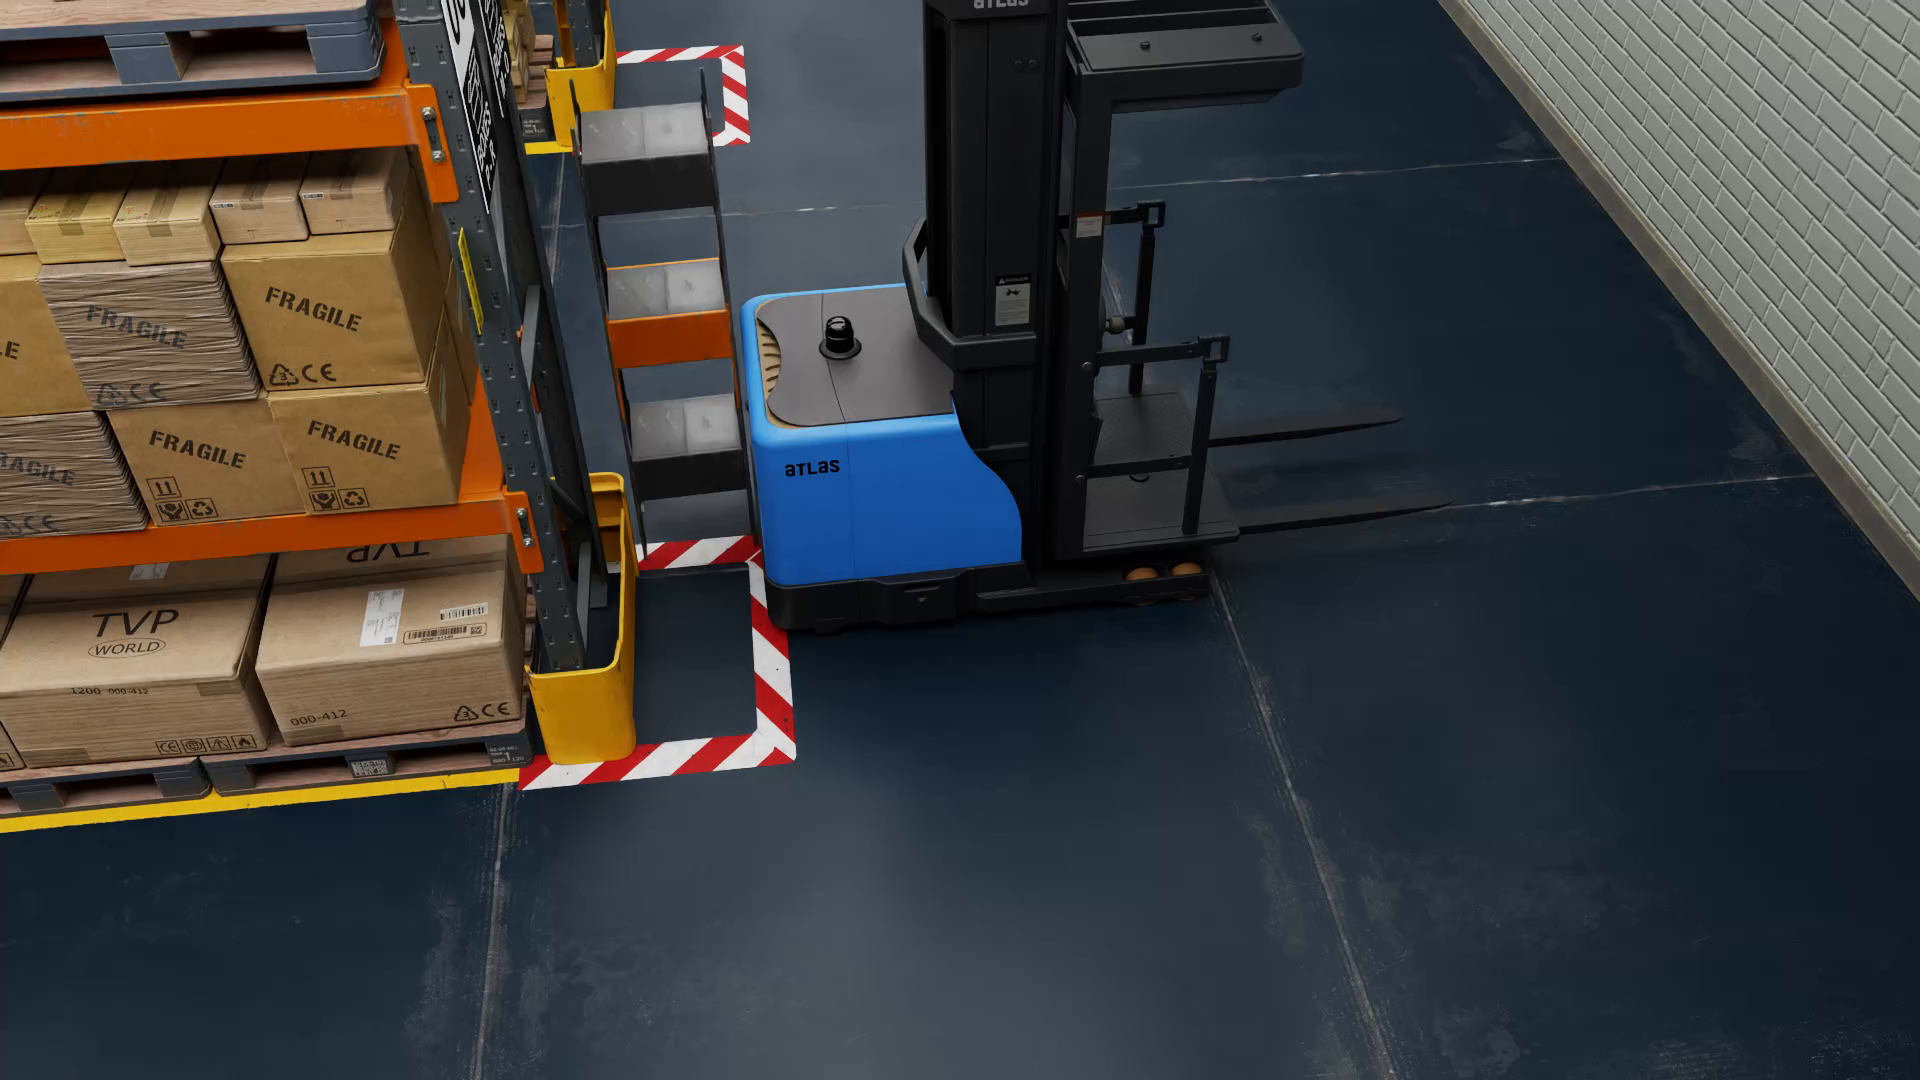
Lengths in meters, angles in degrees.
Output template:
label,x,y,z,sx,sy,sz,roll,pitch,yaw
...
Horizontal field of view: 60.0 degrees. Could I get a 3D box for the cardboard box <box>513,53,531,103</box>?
label,x,y,z,sx,sy,sz,roll,pitch,yaw
cardboard box,-2.779,-2.822,10.169,0.250,0.149,0.380,-4,42,-5

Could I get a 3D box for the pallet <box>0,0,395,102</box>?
label,x,y,z,sx,sy,sz,roll,pitch,yaw
pallet,-2.276,-1.639,4.870,1.213,0.211,1.003,-5,42,-6

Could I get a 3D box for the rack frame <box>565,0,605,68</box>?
label,x,y,z,sx,sy,sz,roll,pitch,yaw
rack frame,-2.284,-3.908,9.559,0.127,3.000,1.000,-5,42,-6

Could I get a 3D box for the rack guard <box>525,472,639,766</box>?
label,x,y,z,sx,sy,sz,roll,pitch,yaw
rack guard,-1.518,0.296,6.763,0.348,0.500,1.175,-5,42,-6

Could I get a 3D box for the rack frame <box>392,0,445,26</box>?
label,x,y,z,sx,sy,sz,roll,pitch,yaw
rack frame,-1.542,-2.857,3.914,0.127,3.000,1.000,-5,42,-6

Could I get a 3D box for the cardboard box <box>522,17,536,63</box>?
label,x,y,z,sx,sy,sz,roll,pitch,yaw
cardboard box,-2.845,-3.173,10.558,0.250,0.149,0.380,-4,42,-5

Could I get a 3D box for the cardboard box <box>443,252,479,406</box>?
label,x,y,z,sx,sy,sz,roll,pitch,yaw
cardboard box,-2.055,-0.816,6.055,0.500,0.500,0.500,-5,42,-6

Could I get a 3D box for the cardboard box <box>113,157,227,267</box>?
label,x,y,z,sx,sy,sz,roll,pitch,yaw
cardboard box,-2.365,-0.999,5.027,0.250,0.149,0.380,-5,42,-6

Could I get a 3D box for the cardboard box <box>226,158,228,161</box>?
label,x,y,z,sx,sy,sz,roll,pitch,yaw
cardboard box,-2.566,-1.136,5.664,0.500,0.500,0.500,-6,42,-7

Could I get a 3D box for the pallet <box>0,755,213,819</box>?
label,x,y,z,sx,sy,sz,roll,pitch,yaw
pallet,-3.532,0.631,6.608,1.213,0.211,1.003,-5,42,-6

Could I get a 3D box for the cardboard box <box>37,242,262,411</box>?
label,x,y,z,sx,sy,sz,roll,pitch,yaw
cardboard box,-2.503,-0.773,5.262,0.500,0.500,0.500,-5,42,-5

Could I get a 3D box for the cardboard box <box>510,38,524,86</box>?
label,x,y,z,sx,sy,sz,roll,pitch,yaw
cardboard box,-2.770,-2.881,10.012,0.250,0.149,0.380,-6,42,-7

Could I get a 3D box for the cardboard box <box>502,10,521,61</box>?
label,x,y,z,sx,sy,sz,roll,pitch,yaw
cardboard box,-2.776,-3.012,9.936,0.250,0.149,0.380,-5,42,-5

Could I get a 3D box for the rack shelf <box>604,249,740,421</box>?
label,x,y,z,sx,sy,sz,roll,pitch,yaw
rack shelf,-1.188,-0.845,6.854,0.480,0.518,0.431,-7,42,-8

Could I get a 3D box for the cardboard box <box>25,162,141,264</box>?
label,x,y,z,sx,sy,sz,roll,pitch,yaw
cardboard box,-2.621,-1.004,5.033,0.250,0.149,0.380,-4,42,-5

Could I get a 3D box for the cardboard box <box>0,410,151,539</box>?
label,x,y,z,sx,sy,sz,roll,pitch,yaw
cardboard box,-2.994,-0.364,5.555,0.500,0.500,0.500,-4,42,-4

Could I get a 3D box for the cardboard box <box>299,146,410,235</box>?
label,x,y,z,sx,sy,sz,roll,pitch,yaw
cardboard box,-1.872,-1.115,5.156,0.250,0.149,0.380,-4,42,-5

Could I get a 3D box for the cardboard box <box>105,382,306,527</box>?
label,x,y,z,sx,sy,sz,roll,pitch,yaw
cardboard box,-2.485,-0.416,5.612,0.500,0.500,0.500,-6,42,-6

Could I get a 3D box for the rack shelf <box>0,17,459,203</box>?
label,x,y,z,sx,sy,sz,roll,pitch,yaw
rack shelf,-3.525,-1.303,4.967,4.000,0.370,1.077,-5,42,-6

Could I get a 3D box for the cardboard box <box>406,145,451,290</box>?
label,x,y,z,sx,sy,sz,roll,pitch,yaw
cardboard box,-2.055,-1.186,5.719,0.500,0.500,0.500,-6,42,-6

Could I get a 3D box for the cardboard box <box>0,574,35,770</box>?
label,x,y,z,sx,sy,sz,roll,pitch,yaw
cardboard box,-3.984,0.452,6.324,0.875,0.438,0.875,-6,42,-7

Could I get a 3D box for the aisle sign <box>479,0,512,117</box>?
label,x,y,z,sx,sy,sz,roll,pitch,yaw
aisle sign,-1.508,-1.794,5.273,0.004,0.787,0.394,-5,42,-6

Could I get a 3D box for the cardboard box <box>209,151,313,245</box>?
label,x,y,z,sx,sy,sz,roll,pitch,yaw
cardboard box,-2.120,-1.077,5.114,0.250,0.149,0.380,-4,42,-5

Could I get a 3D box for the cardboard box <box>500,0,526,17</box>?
label,x,y,z,sx,sy,sz,roll,pitch,yaw
cardboard box,-2.847,-3.407,10.373,0.250,0.149,0.380,-7,42,-7

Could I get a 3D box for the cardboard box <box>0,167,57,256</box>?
label,x,y,z,sx,sy,sz,roll,pitch,yaw
cardboard box,-2.889,-1.028,5.060,0.250,0.149,0.380,-5,42,-6

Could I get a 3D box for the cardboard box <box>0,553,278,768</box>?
label,x,y,z,sx,sy,sz,roll,pitch,yaw
cardboard box,-3.090,0.375,6.410,0.875,0.438,0.875,-4,42,-4

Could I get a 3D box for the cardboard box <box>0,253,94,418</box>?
label,x,y,z,sx,sy,sz,roll,pitch,yaw
cardboard box,-2.994,-0.732,5.216,0.500,0.500,0.500,-5,42,-6

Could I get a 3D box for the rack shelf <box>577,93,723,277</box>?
label,x,y,z,sx,sy,sz,roll,pitch,yaw
rack shelf,-1.188,-1.365,6.385,0.480,0.518,0.431,-7,42,-8

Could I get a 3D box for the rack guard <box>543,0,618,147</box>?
label,x,y,z,sx,sy,sz,roll,pitch,yaw
rack guard,-2.359,-2.974,10.389,0.348,0.500,1.175,-5,42,-6

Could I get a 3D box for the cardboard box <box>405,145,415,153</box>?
label,x,y,z,sx,sy,sz,roll,pitch,yaw
cardboard box,-1.930,-1.432,5.508,0.250,0.149,0.380,-4,42,-5

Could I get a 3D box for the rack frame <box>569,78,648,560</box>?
label,x,y,z,sx,sy,sz,roll,pitch,yaw
rack frame,-1.428,-0.826,6.813,0.015,2.100,0.400,-7,42,-8

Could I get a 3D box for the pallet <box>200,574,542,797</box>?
label,x,y,z,sx,sy,sz,roll,pitch,yaw
pallet,-2.325,0.527,6.723,1.213,0.211,1.003,-5,42,-6

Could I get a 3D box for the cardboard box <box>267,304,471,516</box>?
label,x,y,z,sx,sy,sz,roll,pitch,yaw
cardboard box,-1.986,-0.449,5.649,0.500,0.500,0.500,-5,42,-5

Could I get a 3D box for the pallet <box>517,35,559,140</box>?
label,x,y,z,sx,sy,sz,roll,pitch,yaw
pallet,-3.169,-2.819,10.433,1.213,0.211,1.003,-5,42,-6

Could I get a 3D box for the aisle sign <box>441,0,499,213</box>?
label,x,y,z,sx,sy,sz,roll,pitch,yaw
aisle sign,-1.430,-1.395,4.832,0.004,0.787,0.394,-5,42,-6

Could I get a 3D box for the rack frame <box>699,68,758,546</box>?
label,x,y,z,sx,sy,sz,roll,pitch,yaw
rack frame,-0.947,-0.884,6.877,0.015,2.100,0.400,-7,42,-8

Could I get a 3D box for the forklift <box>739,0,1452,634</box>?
label,x,y,z,sx,sy,sz,roll,pitch,yaw
forklift,0.622,-1.154,6.556,3.031,2.935,1.130,-6,42,-7

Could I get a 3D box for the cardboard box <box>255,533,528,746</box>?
label,x,y,z,sx,sy,sz,roll,pitch,yaw
cardboard box,-2.183,0.289,6.504,0.875,0.438,0.875,-6,42,-7

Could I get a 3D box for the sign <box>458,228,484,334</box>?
label,x,y,z,sx,sy,sz,roll,pitch,yaw
sign,-1.485,-0.786,5.056,0.005,0.325,0.100,-5,42,-6

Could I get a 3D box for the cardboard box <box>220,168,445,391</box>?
label,x,y,z,sx,sy,sz,roll,pitch,yaw
cardboard box,-1.989,-0.838,5.334,0.500,0.500,0.500,-4,42,-4

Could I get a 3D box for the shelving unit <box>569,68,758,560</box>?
label,x,y,z,sx,sy,sz,roll,pitch,yaw
shelving unit,-1.188,-0.855,6.845,0.503,2.100,0.431,-7,42,-8

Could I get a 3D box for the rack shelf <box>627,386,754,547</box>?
label,x,y,z,sx,sy,sz,roll,pitch,yaw
rack shelf,-1.187,-0.325,7.323,0.480,0.518,0.431,-7,42,-8

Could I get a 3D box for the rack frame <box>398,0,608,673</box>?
label,x,y,z,sx,sy,sz,roll,pitch,yaw
rack frame,-1.542,-0.630,5.924,0.127,3.000,1.000,-5,42,-6

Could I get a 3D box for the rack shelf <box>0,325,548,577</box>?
label,x,y,z,sx,sy,sz,roll,pitch,yaw
rack shelf,-3.525,-0.189,5.972,4.000,0.370,1.077,-5,42,-6

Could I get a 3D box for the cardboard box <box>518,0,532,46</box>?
label,x,y,z,sx,sy,sz,roll,pitch,yaw
cardboard box,-2.837,-3.241,10.412,0.250,0.149,0.380,-3,42,-4
